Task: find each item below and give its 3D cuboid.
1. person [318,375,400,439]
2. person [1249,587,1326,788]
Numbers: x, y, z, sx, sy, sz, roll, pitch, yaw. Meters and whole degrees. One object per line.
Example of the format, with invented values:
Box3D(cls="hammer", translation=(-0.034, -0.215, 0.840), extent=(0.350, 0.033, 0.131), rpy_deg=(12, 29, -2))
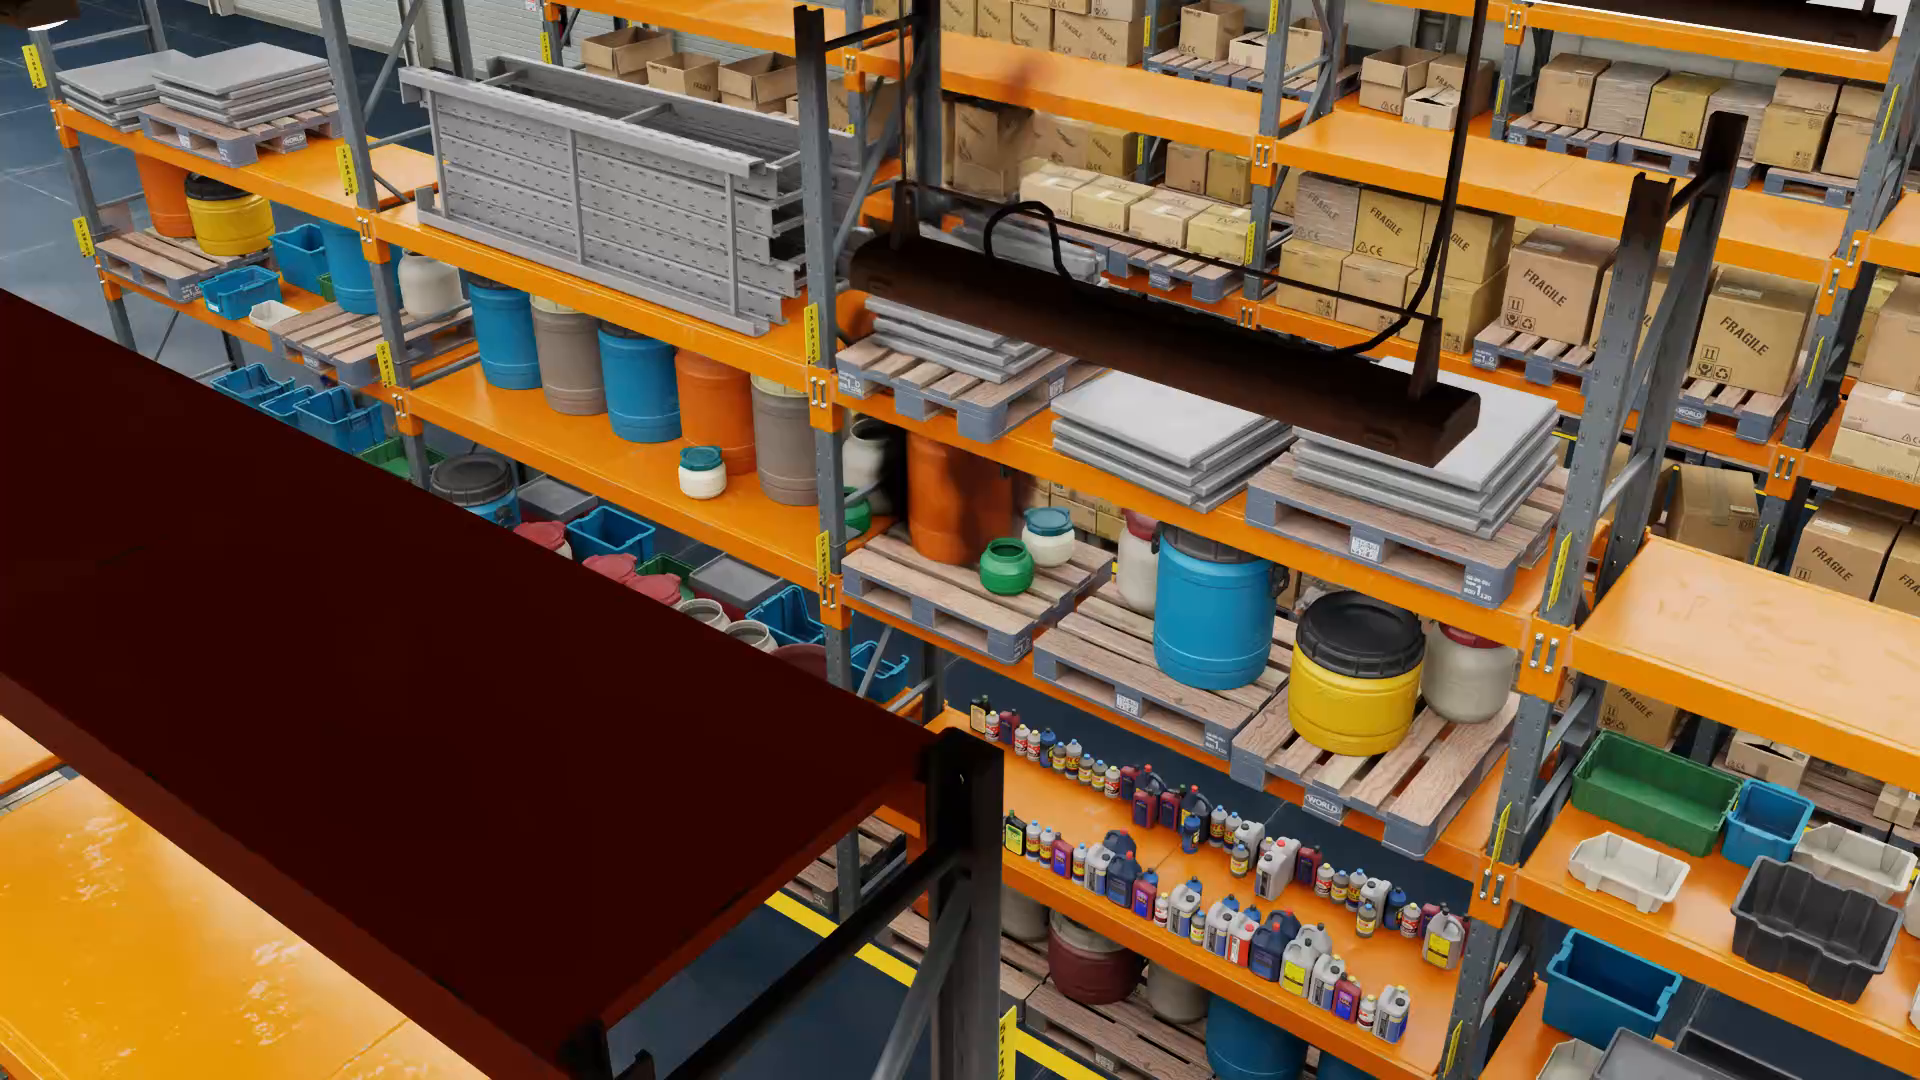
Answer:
Box3D(cls="person", translation=(-5.966, -1.412, 16.032), extent=(0.880, 1.612, 0.650), rpy_deg=(9, 33, 14))
Box3D(cls="person", translation=(2.413, 1.103, 11.847), extent=(0.728, 1.744, 0.573), rpy_deg=(18, 36, 27))
